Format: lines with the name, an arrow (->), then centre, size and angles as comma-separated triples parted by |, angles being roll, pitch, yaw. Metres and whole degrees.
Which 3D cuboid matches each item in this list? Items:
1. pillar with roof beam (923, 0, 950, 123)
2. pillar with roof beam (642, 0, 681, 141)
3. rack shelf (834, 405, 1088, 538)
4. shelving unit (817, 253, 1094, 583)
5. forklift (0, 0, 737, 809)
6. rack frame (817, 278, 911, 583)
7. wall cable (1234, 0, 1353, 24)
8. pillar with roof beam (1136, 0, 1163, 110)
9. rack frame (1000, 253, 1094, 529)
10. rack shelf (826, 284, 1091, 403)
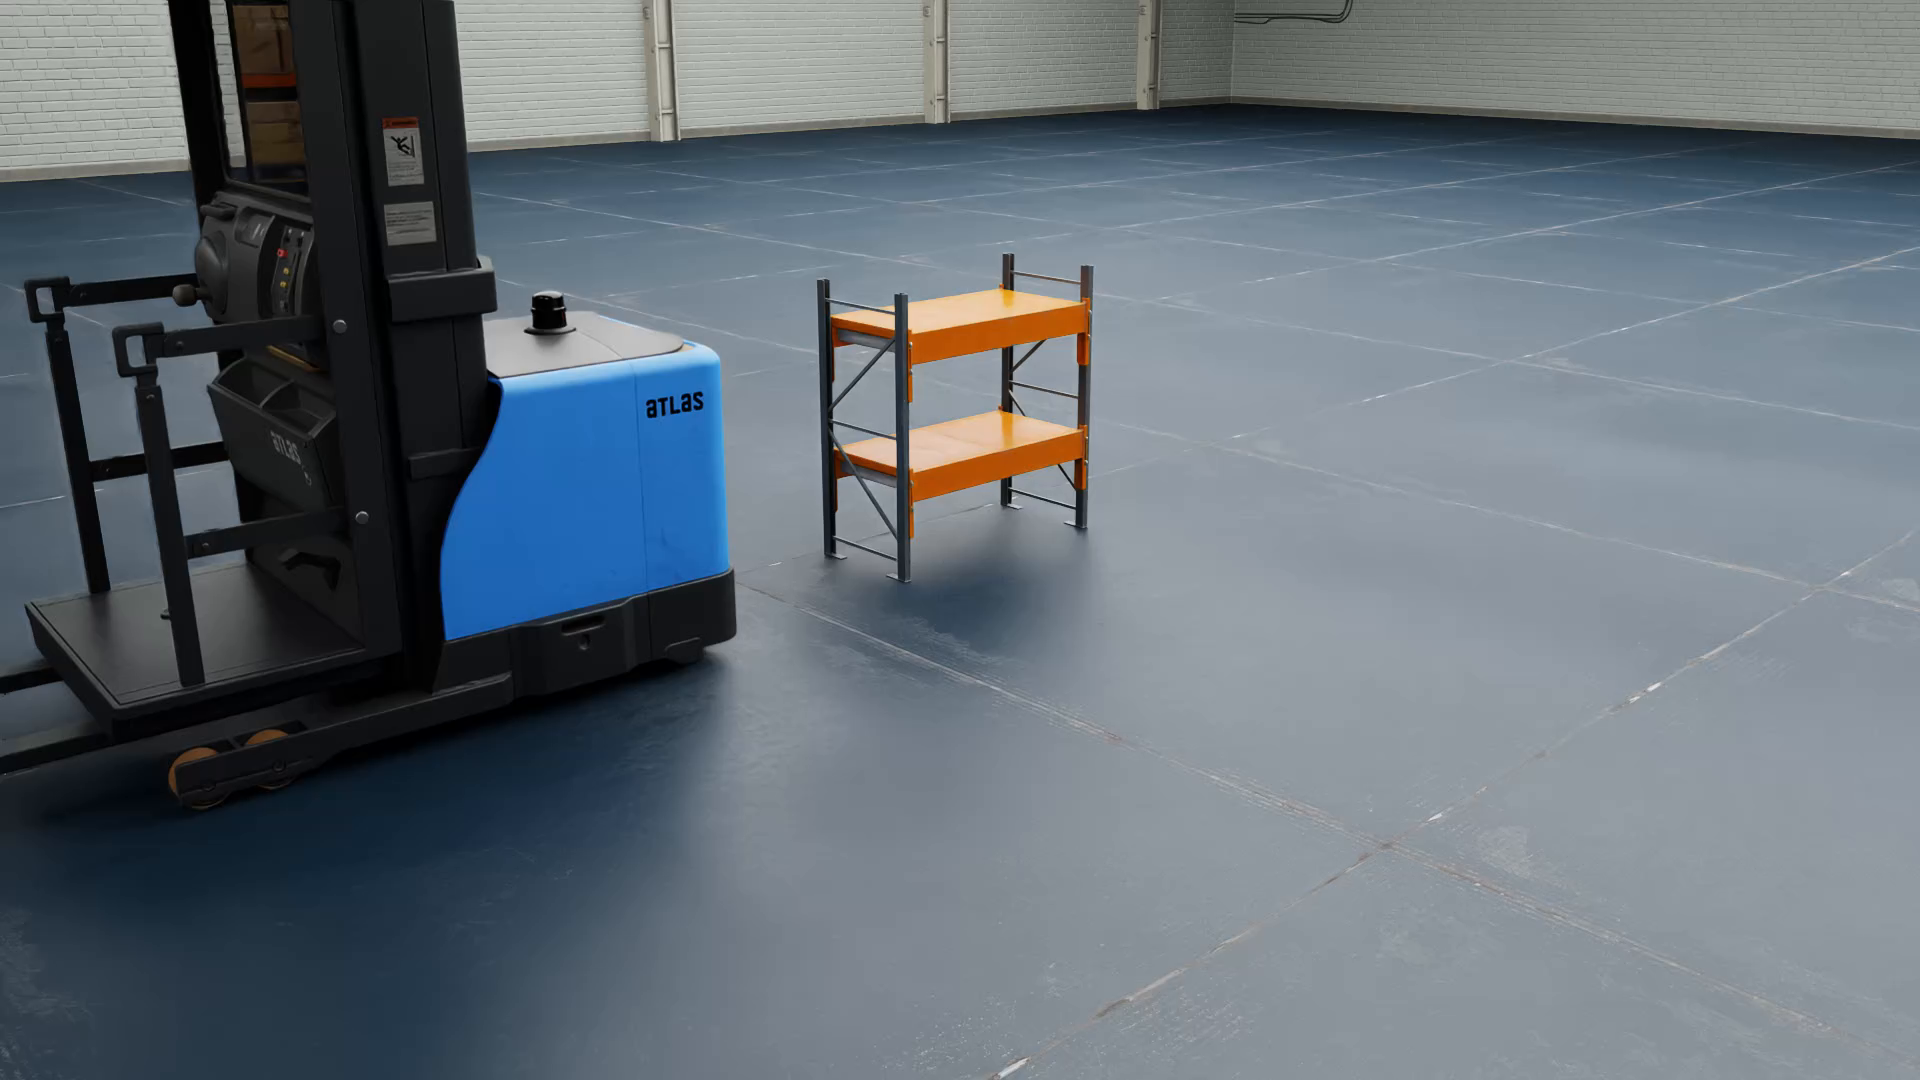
pillar with roof beam -> 2.531, -11.085, 26.583 | 0.400, 9.000, 9.100 | -16, 24, -41
pillar with roof beam -> -1.829, -9.814, 22.662 | 0.400, 9.000, 9.100 | -16, 24, -41
rack shelf -> -0.005, -0.301, 6.882 | 1.000, 0.278, 0.538 | -16, 24, -41
shelving unit -> -0.005, -0.534, 6.807 | 1.048, 1.125, 0.538 | -16, 24, -41
forklift -> -2.229, -0.824, 4.773 | 3.031, 2.935, 1.130 | -14, 23, -37
rack frame -> -0.374, -0.426, 6.475 | 0.032, 1.125, 0.500 | -16, 24, -41
wall cable -> 6.982, -12.172, 34.971 | 0.112, 2.526, 3.097 | -16, 24, -41
pillar with roof beam -> 6.891, -12.356, 30.505 | 0.400, 9.000, 9.100 | -16, 24, -41
rack frame -> 0.364, -0.641, 7.139 | 0.032, 1.125, 0.500 | -16, 24, -41
rack shelf -> -0.005, -0.812, 6.717 | 1.000, 0.278, 0.538 | -16, 24, -41
